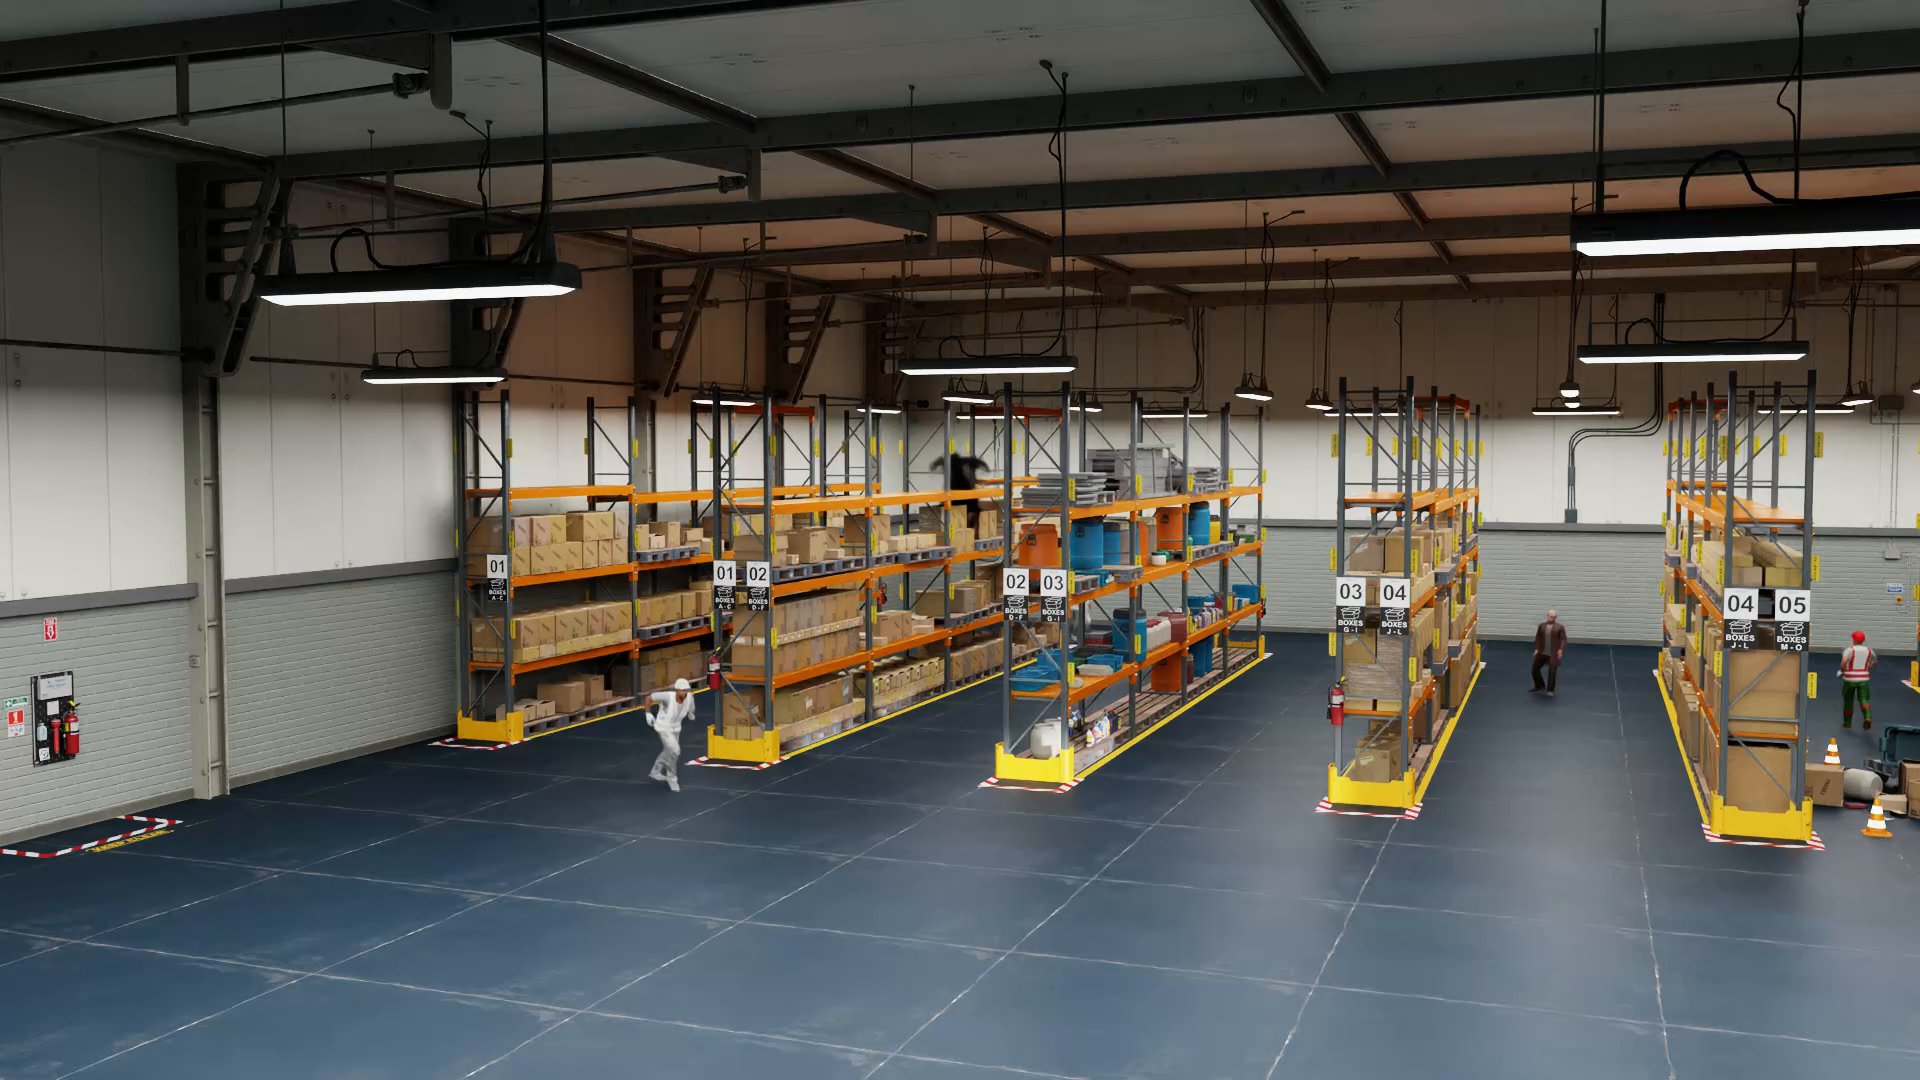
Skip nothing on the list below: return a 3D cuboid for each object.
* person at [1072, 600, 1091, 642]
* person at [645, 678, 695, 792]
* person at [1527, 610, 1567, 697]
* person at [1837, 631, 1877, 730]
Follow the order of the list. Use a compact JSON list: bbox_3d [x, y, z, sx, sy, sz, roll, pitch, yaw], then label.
[{"bbox_3d":[3.063,1.799,42.489,0.633,1.821,0.735,-1,3,-25],"label":"person"},{"bbox_3d":[-4.291,2.851,24.418,0.729,1.708,1.007,-3,4,-44],"label":"person"},{"bbox_3d":[11.808,2.338,33.494,0.823,1.631,0.608,2,4,38],"label":"person"},{"bbox_3d":[15.799,2.475,29.288,0.655,1.765,1.000,1,3,13],"label":"person"}]
